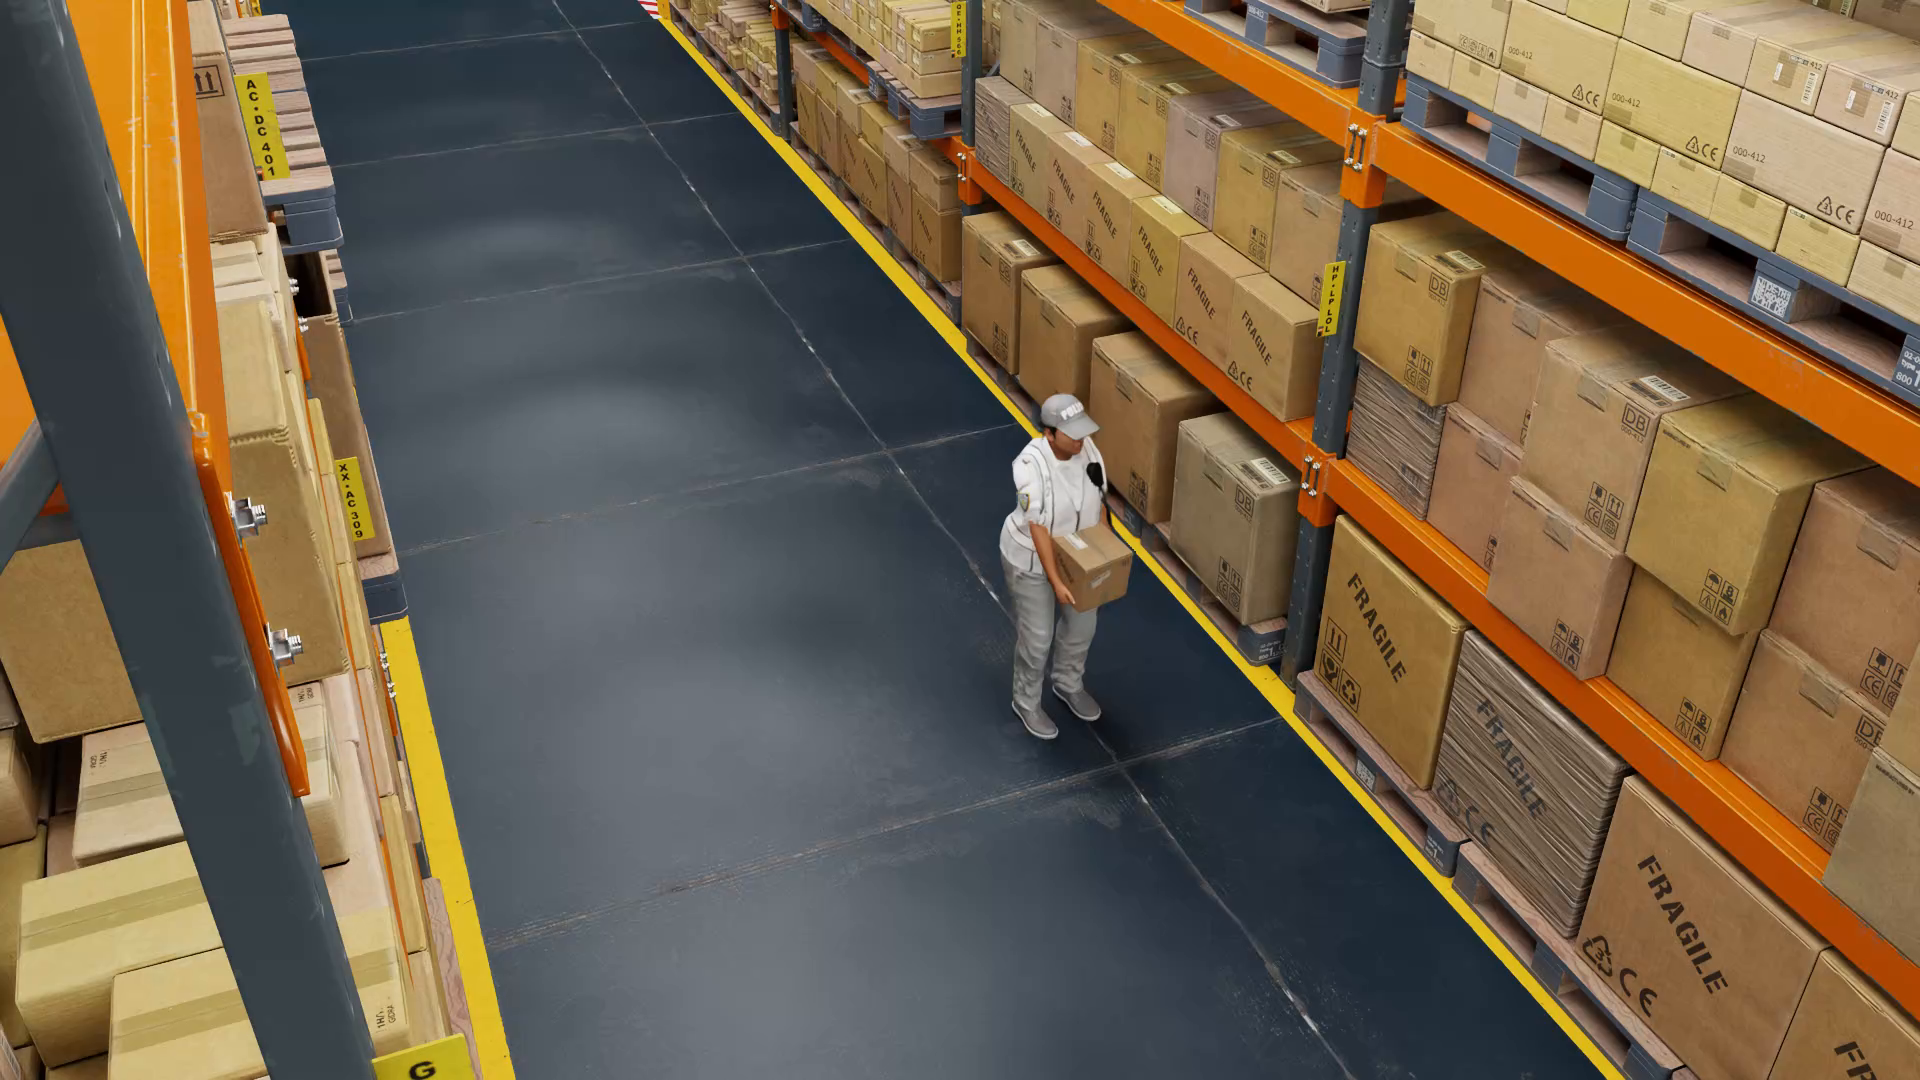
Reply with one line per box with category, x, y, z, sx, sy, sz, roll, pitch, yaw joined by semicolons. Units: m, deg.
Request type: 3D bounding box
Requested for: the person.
person;0.453;0.116;7.357;0.452;1.662;0.555;-21;39;-28
